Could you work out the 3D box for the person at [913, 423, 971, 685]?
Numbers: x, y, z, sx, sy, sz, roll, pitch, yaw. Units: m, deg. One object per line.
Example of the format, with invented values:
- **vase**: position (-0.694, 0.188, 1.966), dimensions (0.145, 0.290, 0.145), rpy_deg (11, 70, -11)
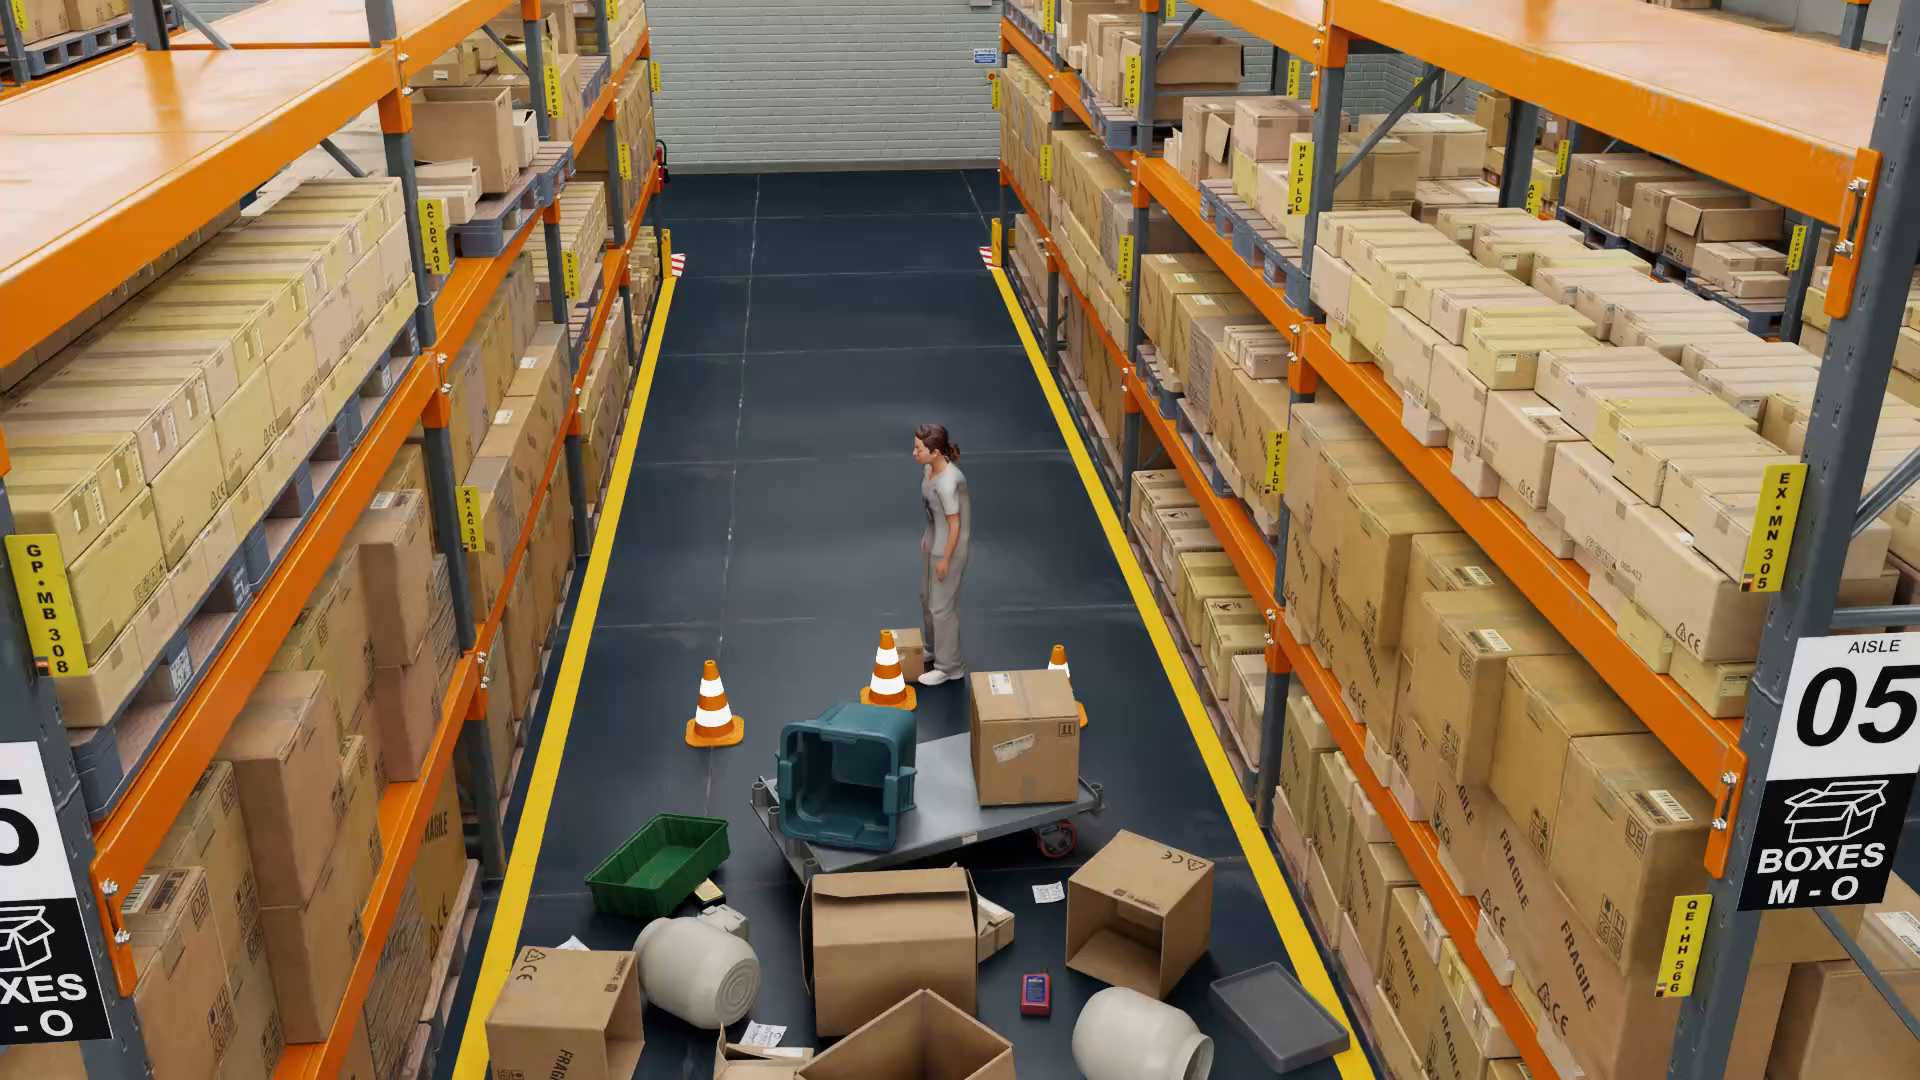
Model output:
- **person**: position (-0.123, 0.066, 10.162), dimensions (0.359, 1.673, 0.485), rpy_deg (-6, 25, -13)
